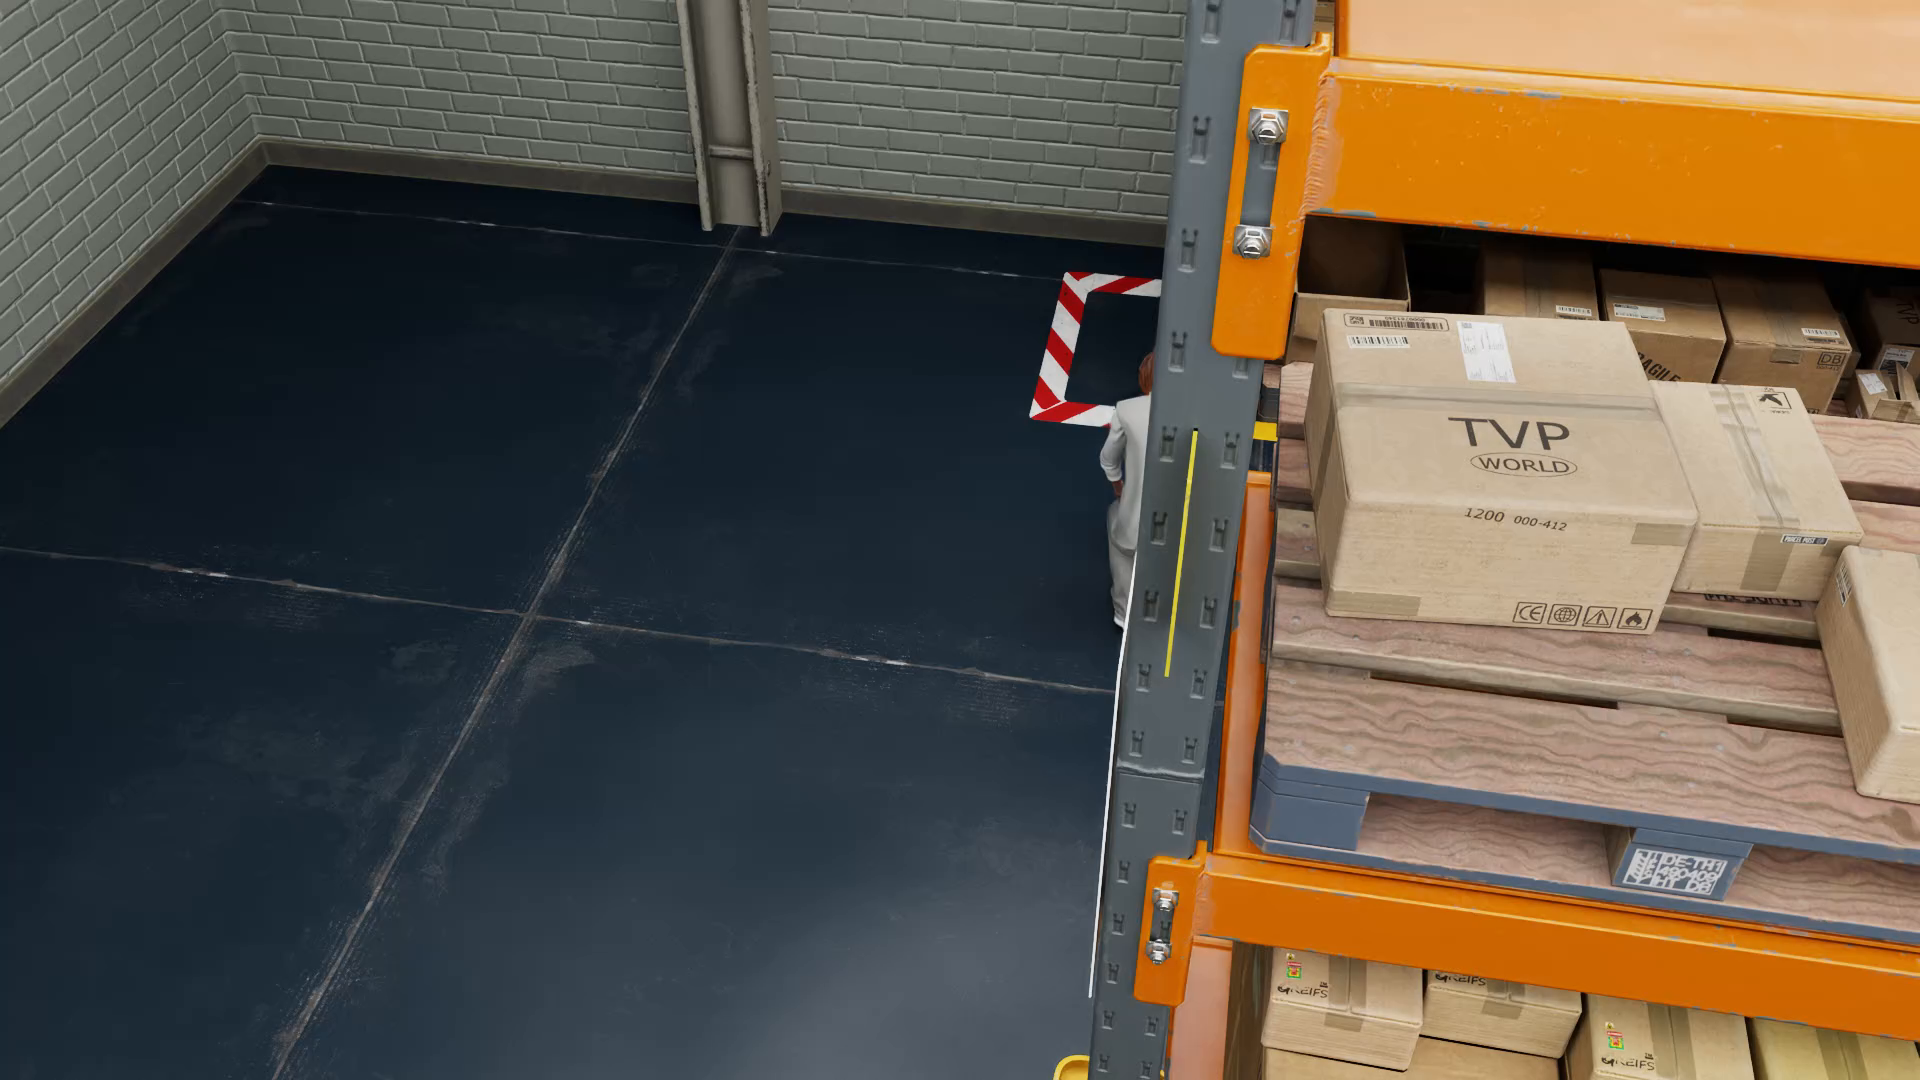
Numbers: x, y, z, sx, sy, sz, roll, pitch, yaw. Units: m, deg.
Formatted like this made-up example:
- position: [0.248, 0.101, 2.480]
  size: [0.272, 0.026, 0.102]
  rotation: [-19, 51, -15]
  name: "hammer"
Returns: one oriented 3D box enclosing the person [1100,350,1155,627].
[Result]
- position: [0.771, -0.138, 6.693]
  size: [0.463, 1.115, 0.736]
  rotation: [7, 42, 8]
  name: "person"
